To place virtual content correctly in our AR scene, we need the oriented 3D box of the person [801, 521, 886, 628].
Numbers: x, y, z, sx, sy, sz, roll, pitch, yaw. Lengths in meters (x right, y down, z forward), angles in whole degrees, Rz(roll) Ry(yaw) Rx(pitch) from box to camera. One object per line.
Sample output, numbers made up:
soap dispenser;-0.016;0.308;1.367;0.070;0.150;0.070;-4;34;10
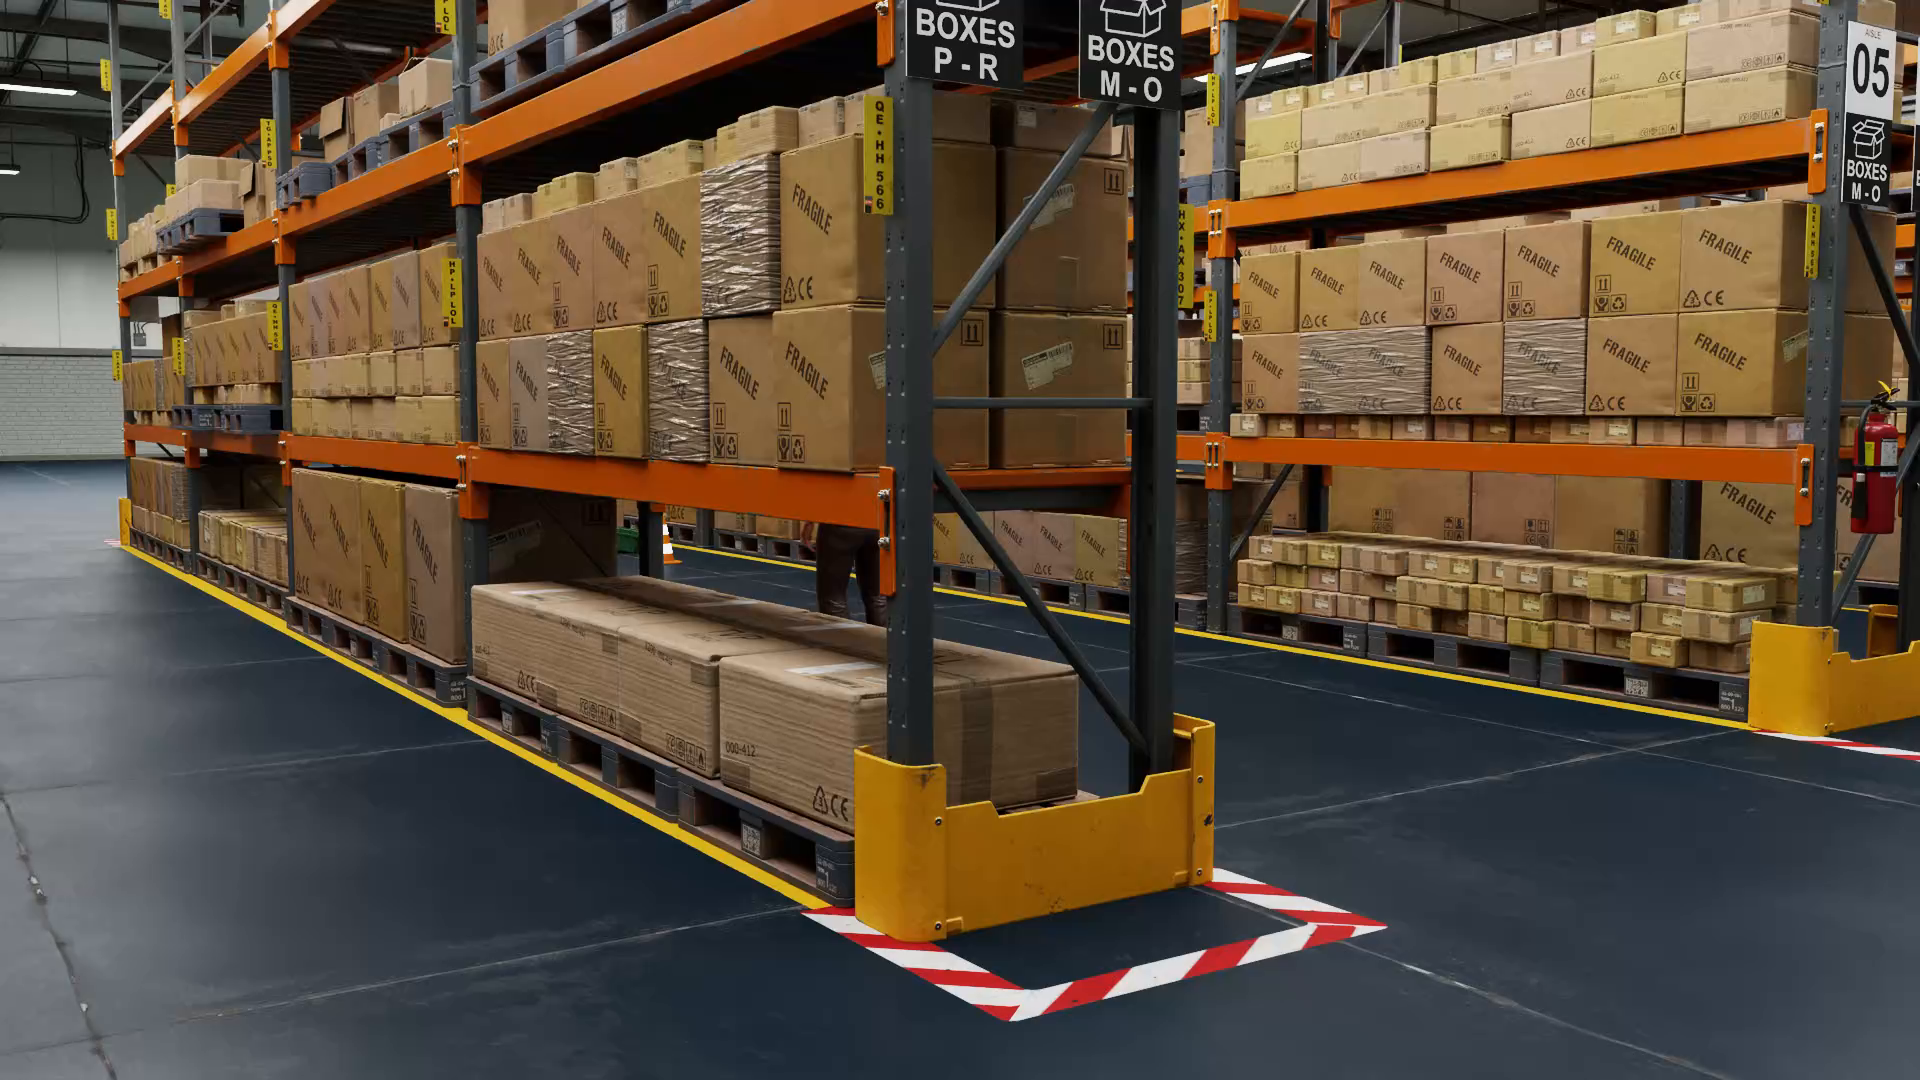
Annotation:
person;-0.570;-0.077;8.909;0.589;1.721;0.414;-3;6;-35
